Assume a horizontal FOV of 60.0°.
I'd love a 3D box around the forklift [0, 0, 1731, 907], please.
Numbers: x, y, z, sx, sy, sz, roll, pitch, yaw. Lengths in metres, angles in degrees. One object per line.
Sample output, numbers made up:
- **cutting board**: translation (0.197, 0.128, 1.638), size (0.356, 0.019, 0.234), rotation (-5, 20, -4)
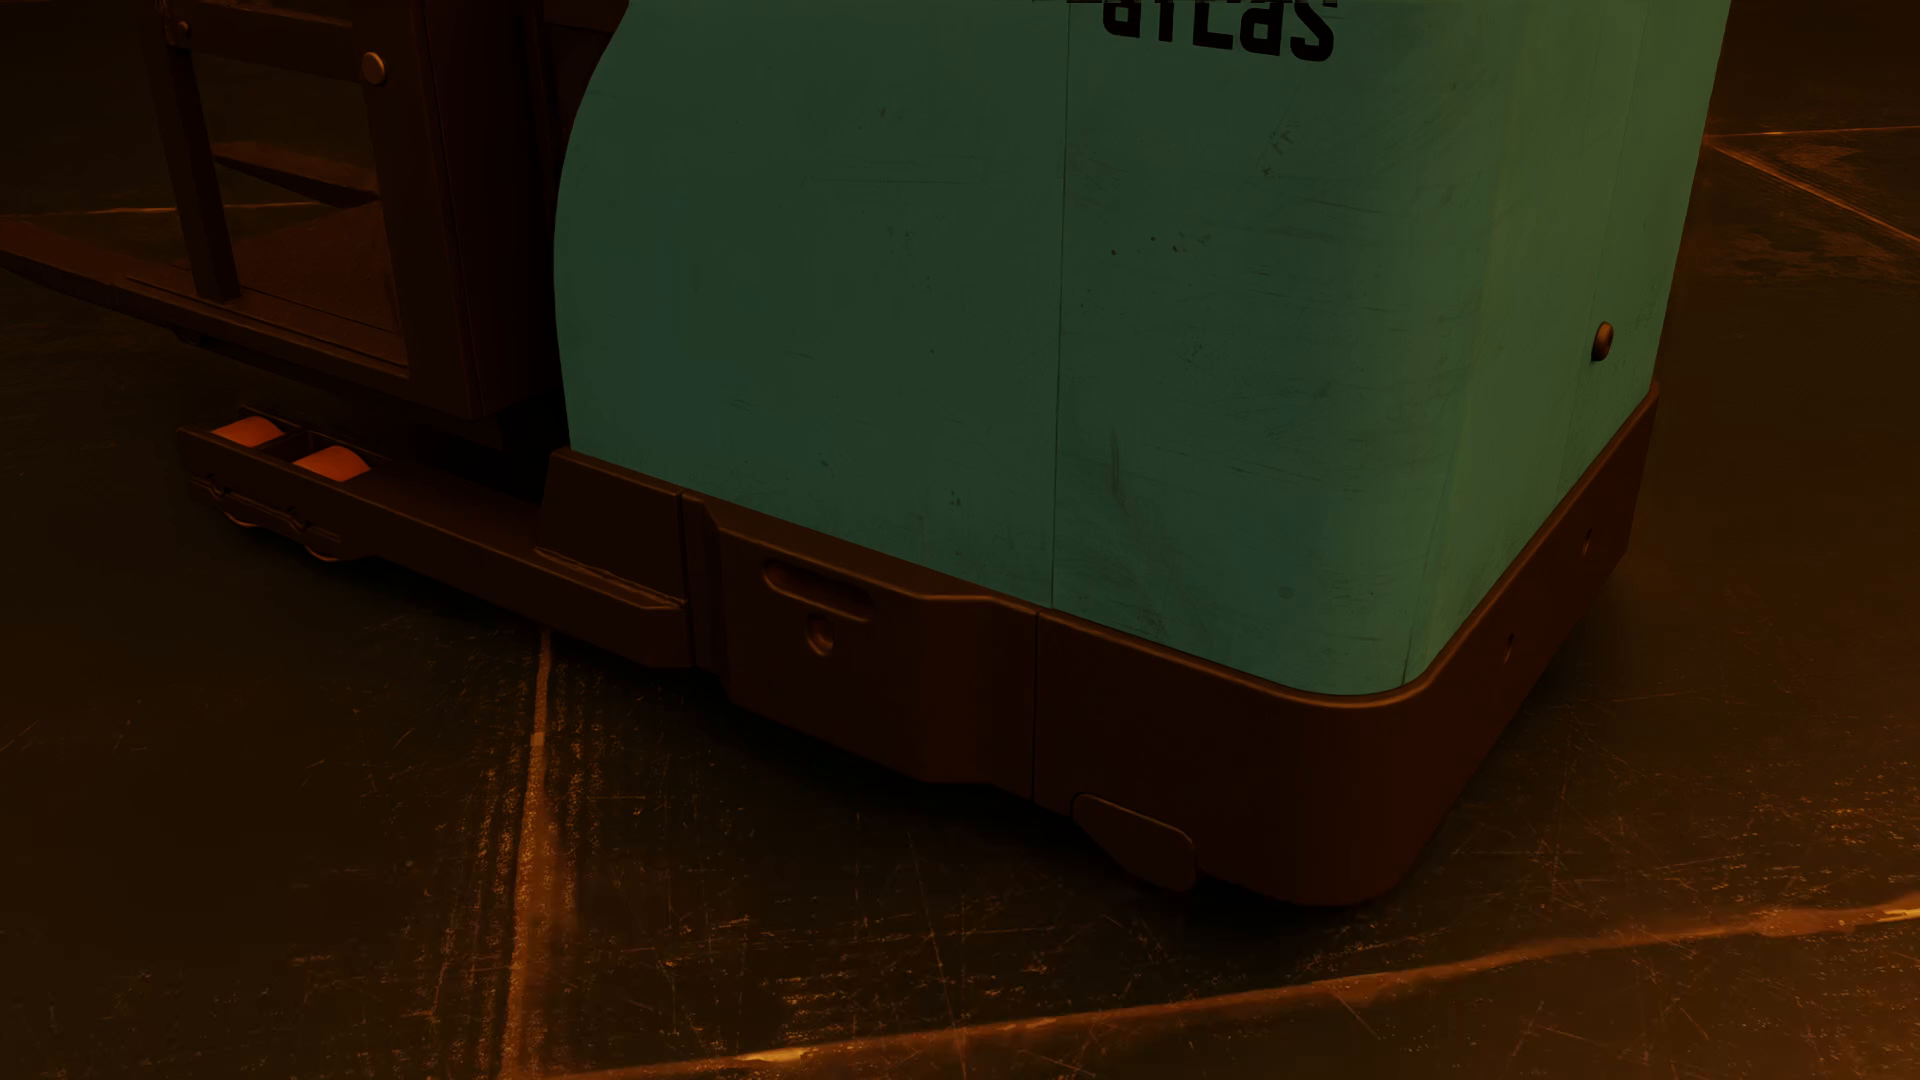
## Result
- **forklift**: translation (-0.566, -1.448, 2.101), size (3.031, 2.935, 1.130), rotation (18, 33, 30)
